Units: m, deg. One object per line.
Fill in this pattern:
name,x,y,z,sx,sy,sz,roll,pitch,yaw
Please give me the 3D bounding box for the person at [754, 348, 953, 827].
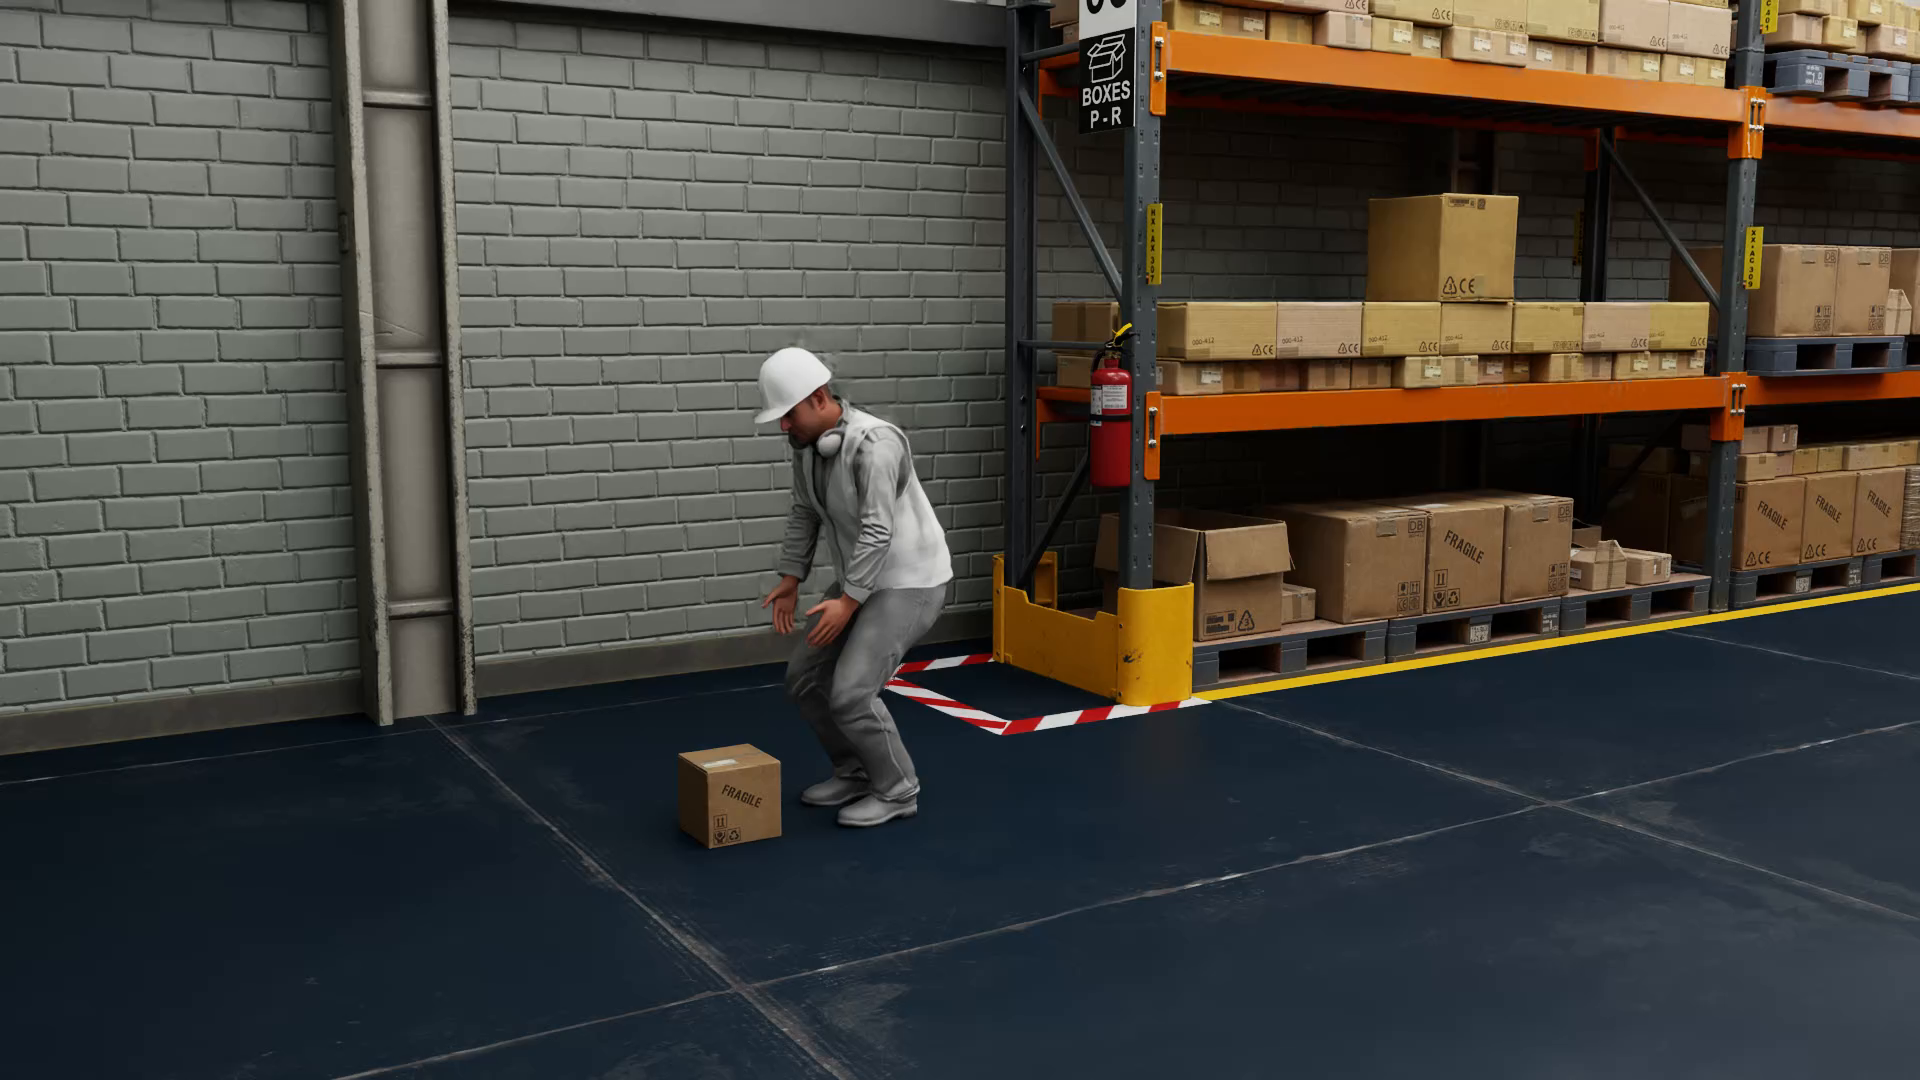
person,-0.354,0.151,5.459,0.663,1.559,0.588,-5,9,-30
